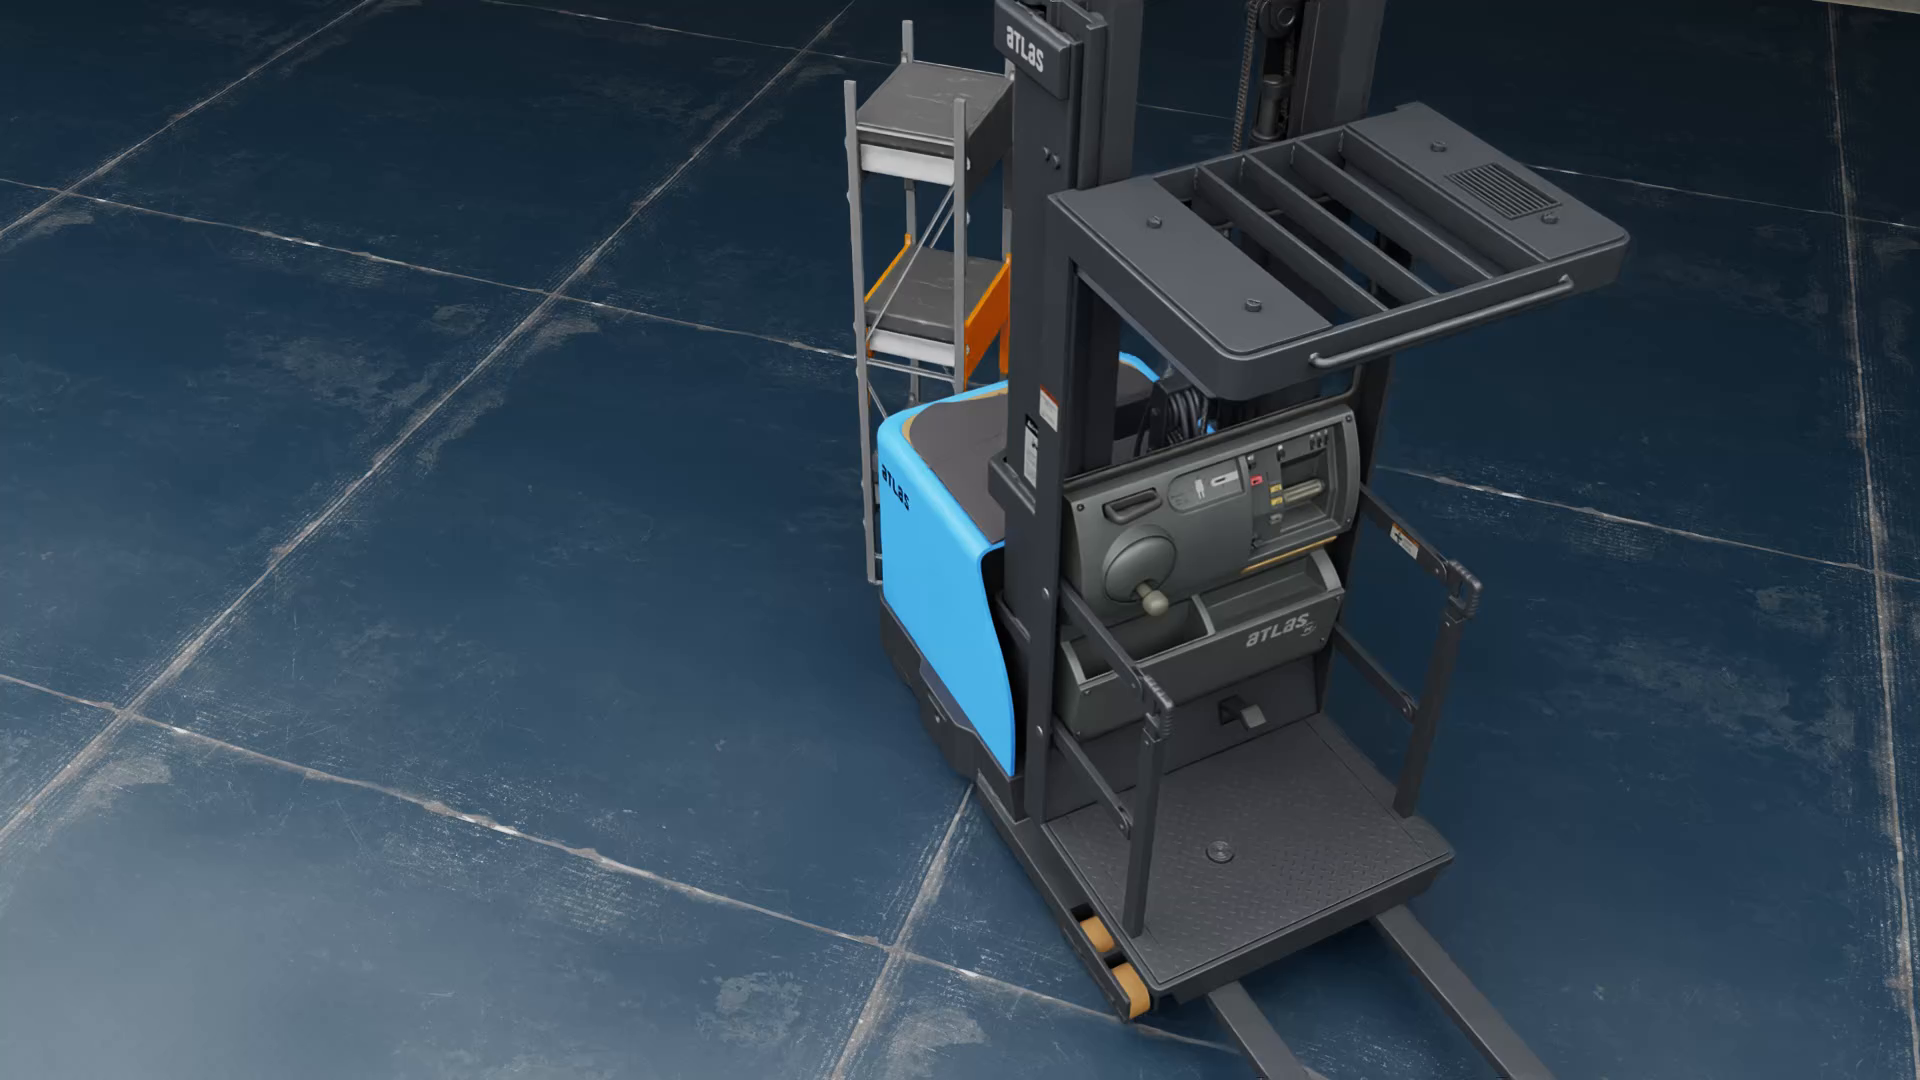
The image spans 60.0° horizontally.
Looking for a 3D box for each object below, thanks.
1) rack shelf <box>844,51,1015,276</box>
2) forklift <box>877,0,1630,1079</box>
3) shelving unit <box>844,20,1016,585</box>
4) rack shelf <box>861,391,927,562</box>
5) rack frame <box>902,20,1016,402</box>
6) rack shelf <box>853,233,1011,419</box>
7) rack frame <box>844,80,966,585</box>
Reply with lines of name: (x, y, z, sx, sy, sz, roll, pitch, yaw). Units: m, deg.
rack shelf: (-0.088, -1.262, 5.554, 0.431, 0.518, 0.480, 14, 42, 15)
forklift: (0.822, 0.001, 4.491, 1.130, 2.935, 3.031, -18, 44, -20)
shelving unit: (-0.088, -0.740, 6.000, 0.431, 2.100, 0.503, 14, 42, 15)
rack shelf: (-0.088, -0.197, 6.463, 0.431, 0.518, 0.480, 14, 42, 15)
rack frame: (-0.003, -0.889, 6.174, 0.400, 2.100, 0.015, 14, 42, 15)
rack shelf: (-0.088, -0.730, 6.009, 0.431, 0.518, 0.480, 14, 42, 15)
rack frame: (-0.173, -0.592, 5.826, 0.400, 2.100, 0.015, 14, 42, 15)
